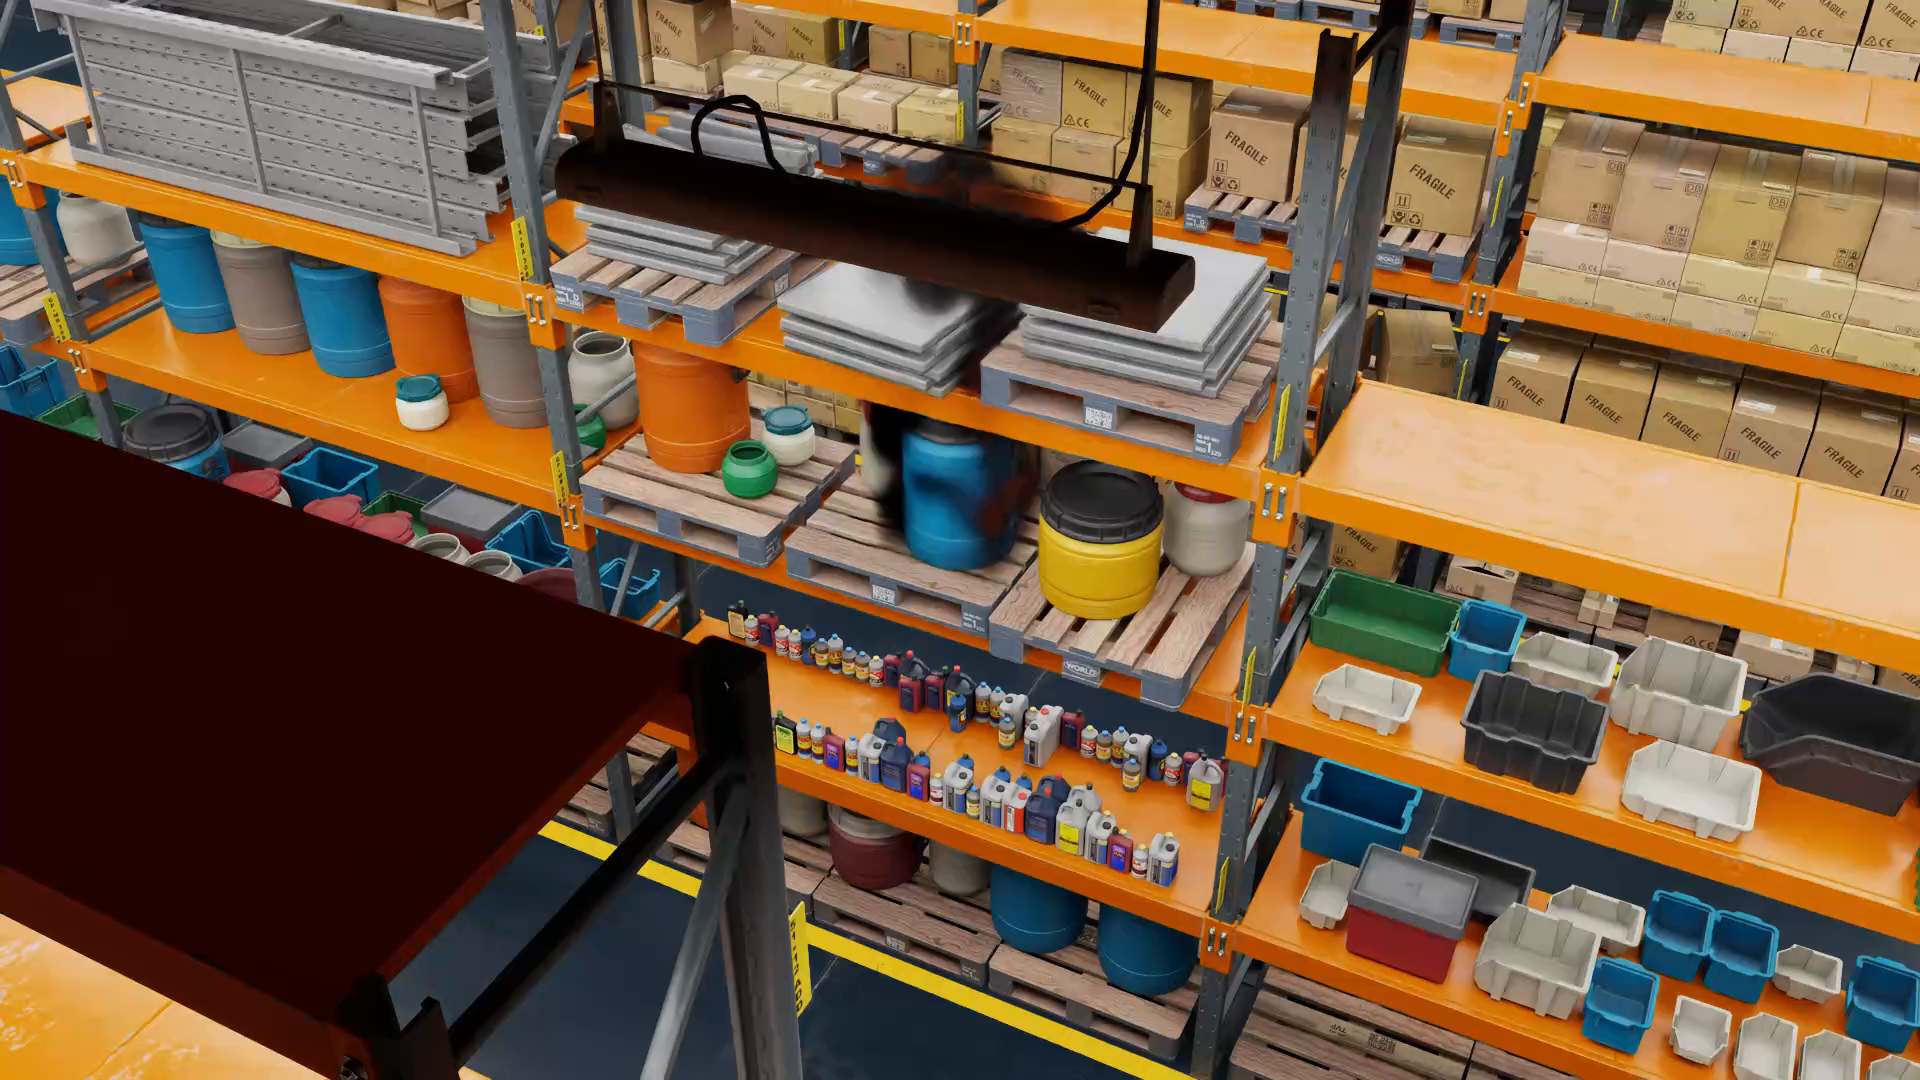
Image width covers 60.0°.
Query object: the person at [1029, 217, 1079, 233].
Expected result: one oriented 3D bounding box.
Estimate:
[{"bbox_3d":[0.917,-3.293,17.135,0.900,1.745,0.720,-12,37,-17],"label":"person"}]
